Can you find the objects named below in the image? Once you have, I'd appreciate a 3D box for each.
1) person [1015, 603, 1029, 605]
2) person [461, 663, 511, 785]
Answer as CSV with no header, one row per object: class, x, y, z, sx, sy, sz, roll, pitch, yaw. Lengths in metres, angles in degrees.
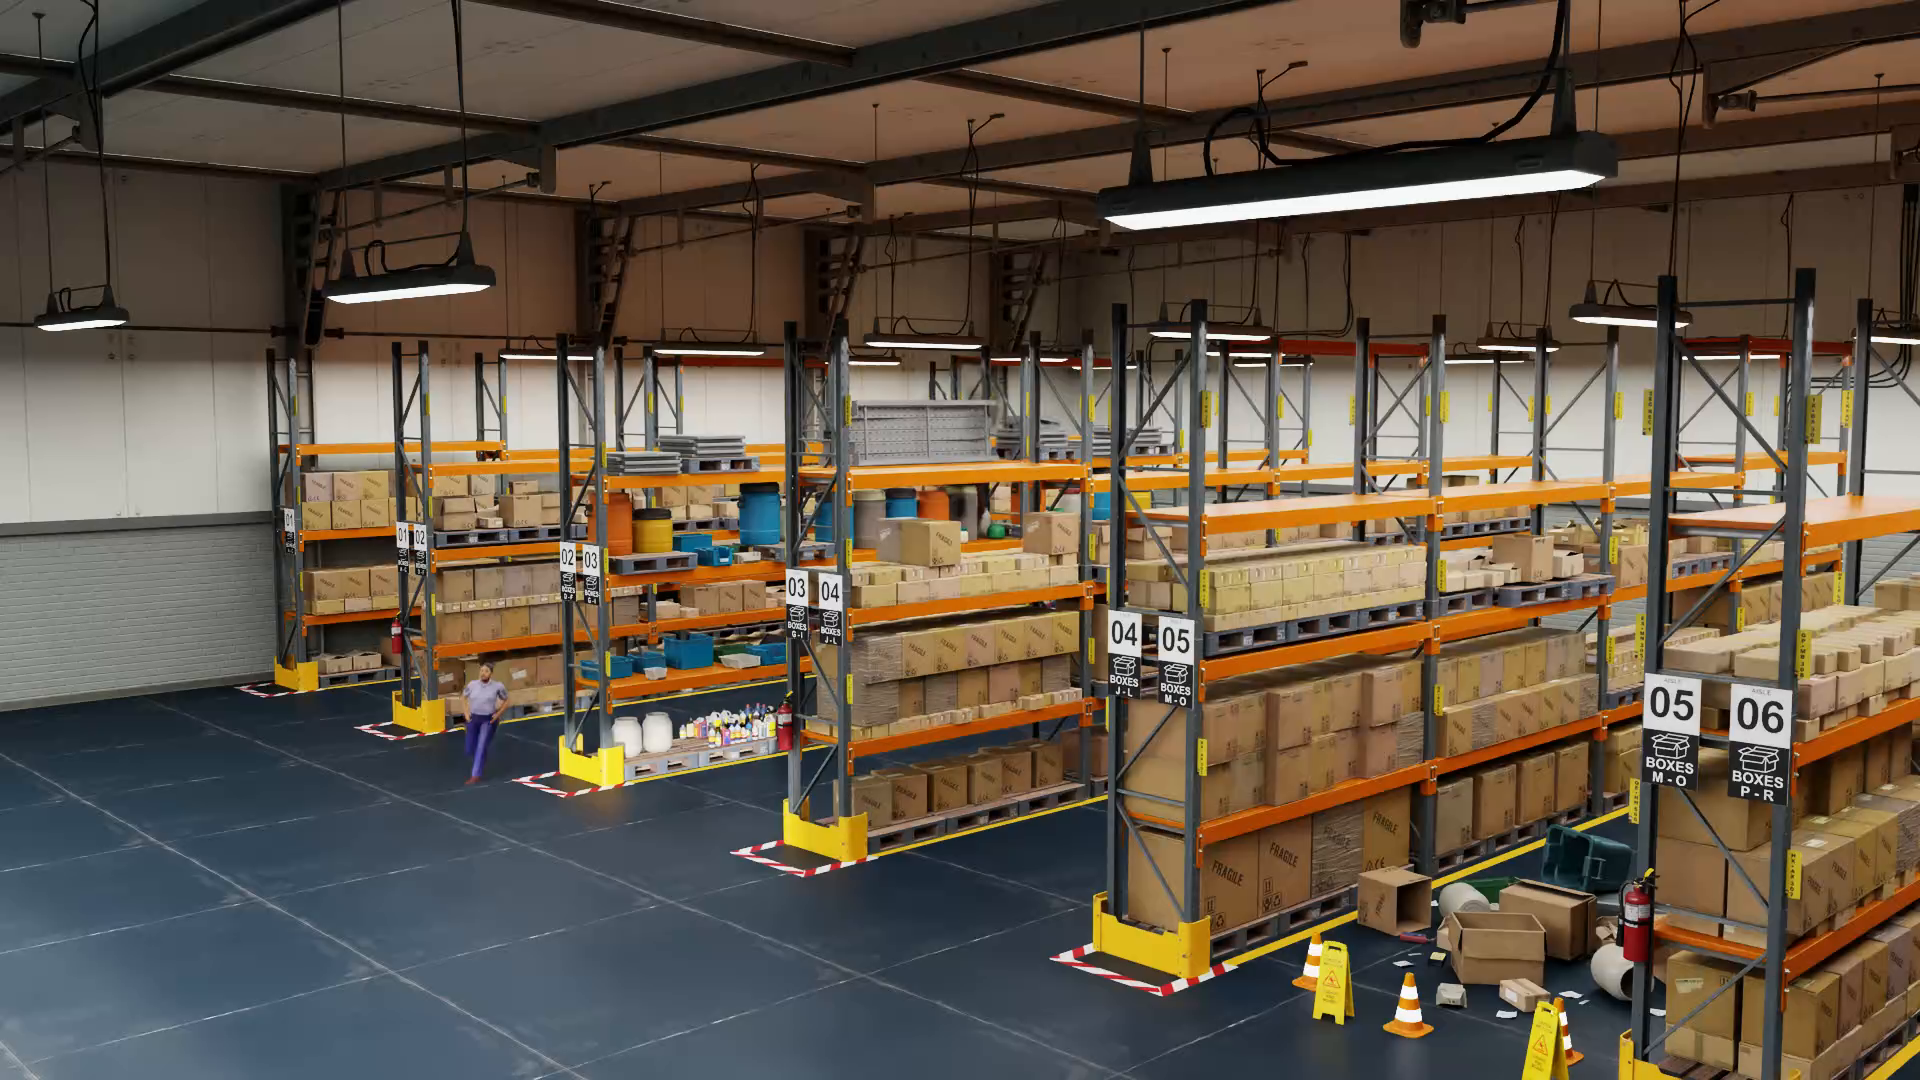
person,1.110,1.571,31.936,0.584,1.661,0.749,4,6,36
person,-6.386,2.443,22.405,0.651,1.612,0.655,0,5,1
